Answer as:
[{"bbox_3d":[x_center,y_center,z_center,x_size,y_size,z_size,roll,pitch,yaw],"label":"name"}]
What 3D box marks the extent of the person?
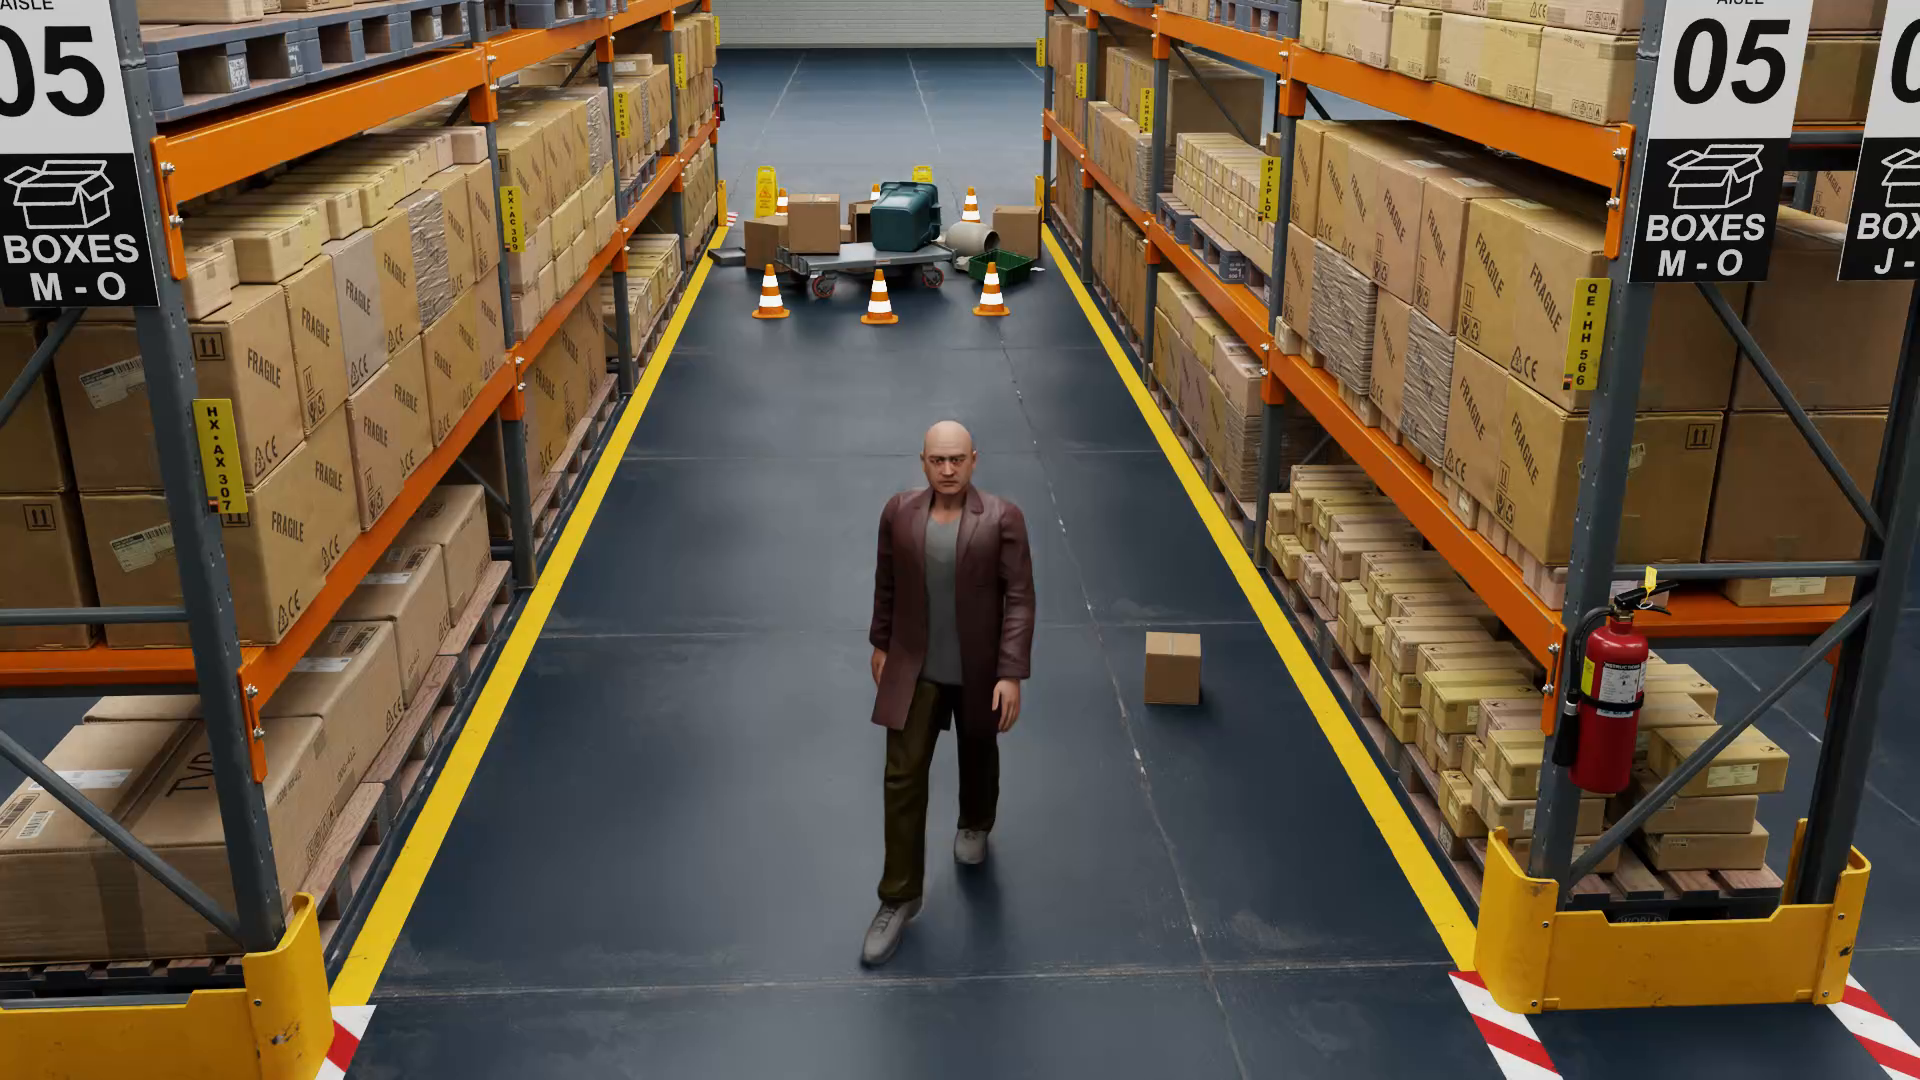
[{"bbox_3d":[-0.052,0.468,5.791,0.621,1.763,0.976,3,20,7],"label":"person"}]
